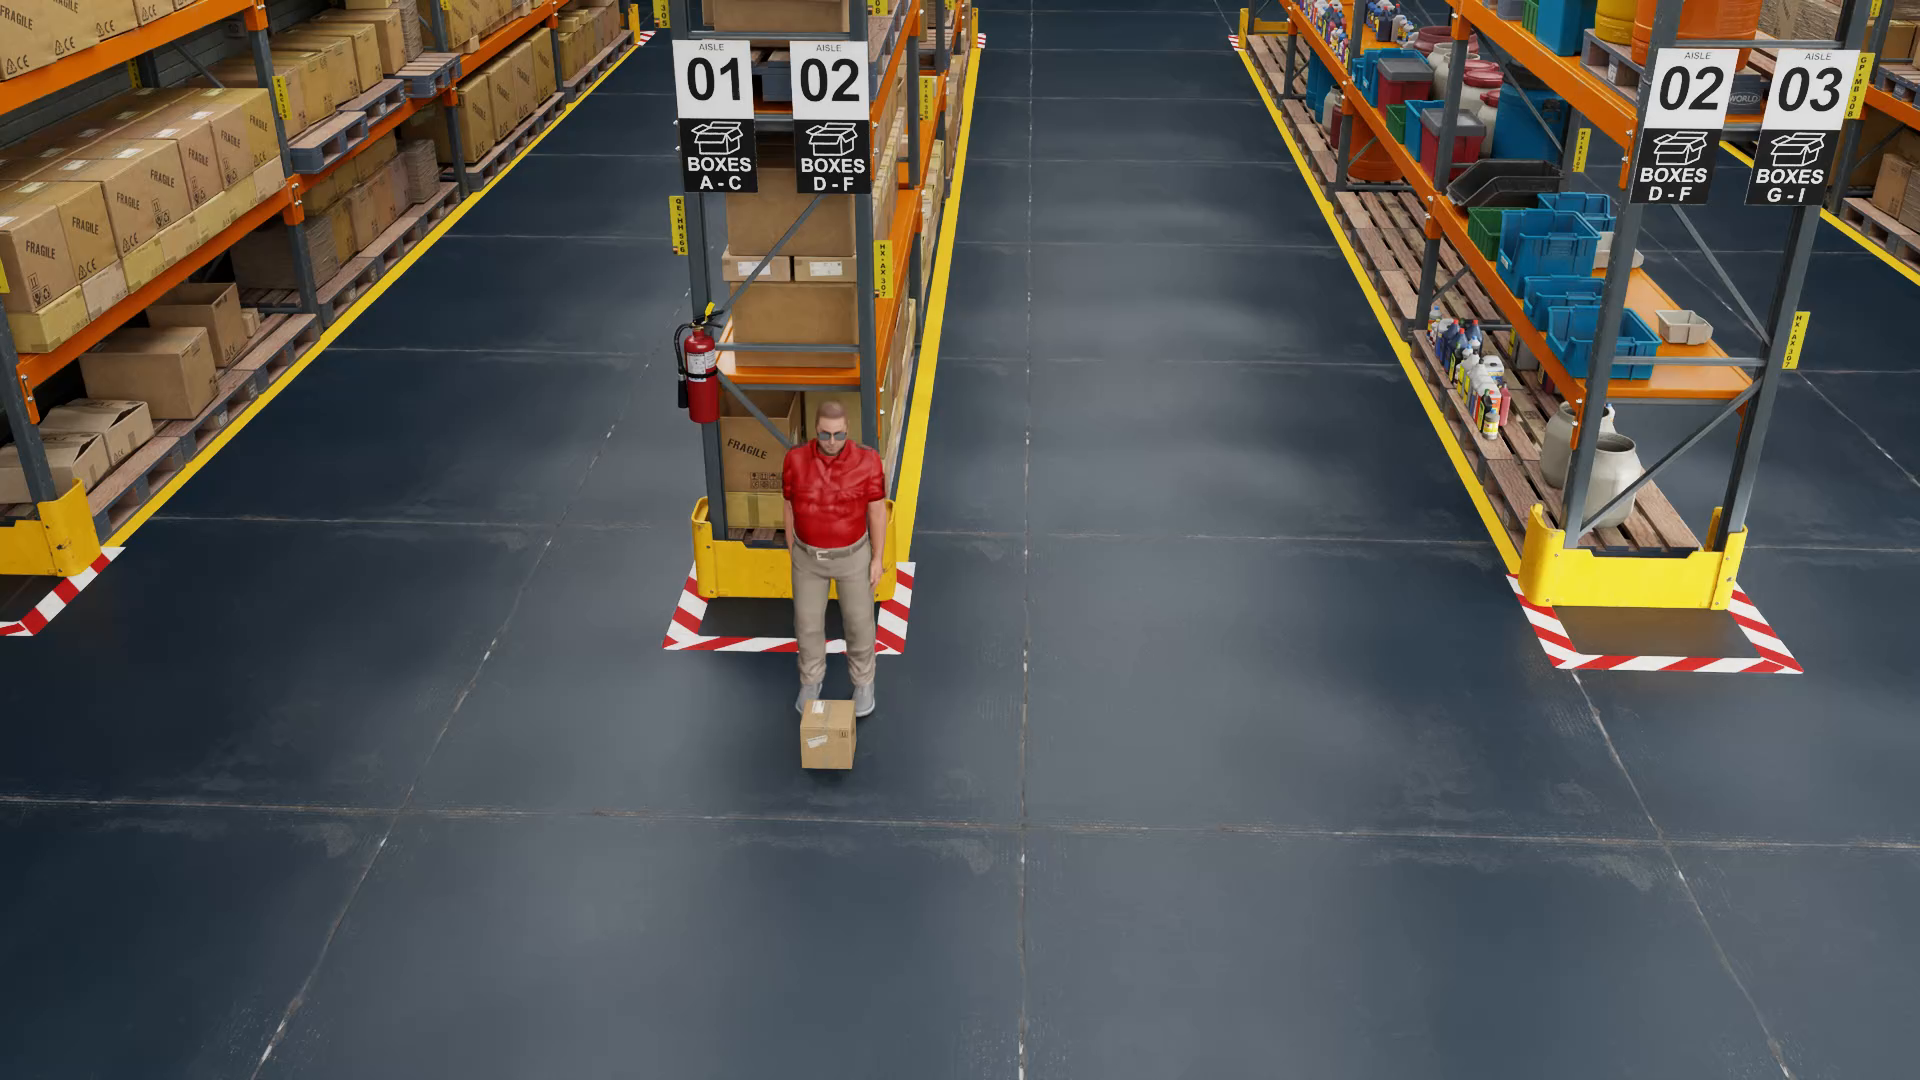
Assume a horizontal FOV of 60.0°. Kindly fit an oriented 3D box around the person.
[{"bbox_3d":[-0.633,0.101,8.459,0.529,1.721,0.359,2,28,3],"label":"person"}]
